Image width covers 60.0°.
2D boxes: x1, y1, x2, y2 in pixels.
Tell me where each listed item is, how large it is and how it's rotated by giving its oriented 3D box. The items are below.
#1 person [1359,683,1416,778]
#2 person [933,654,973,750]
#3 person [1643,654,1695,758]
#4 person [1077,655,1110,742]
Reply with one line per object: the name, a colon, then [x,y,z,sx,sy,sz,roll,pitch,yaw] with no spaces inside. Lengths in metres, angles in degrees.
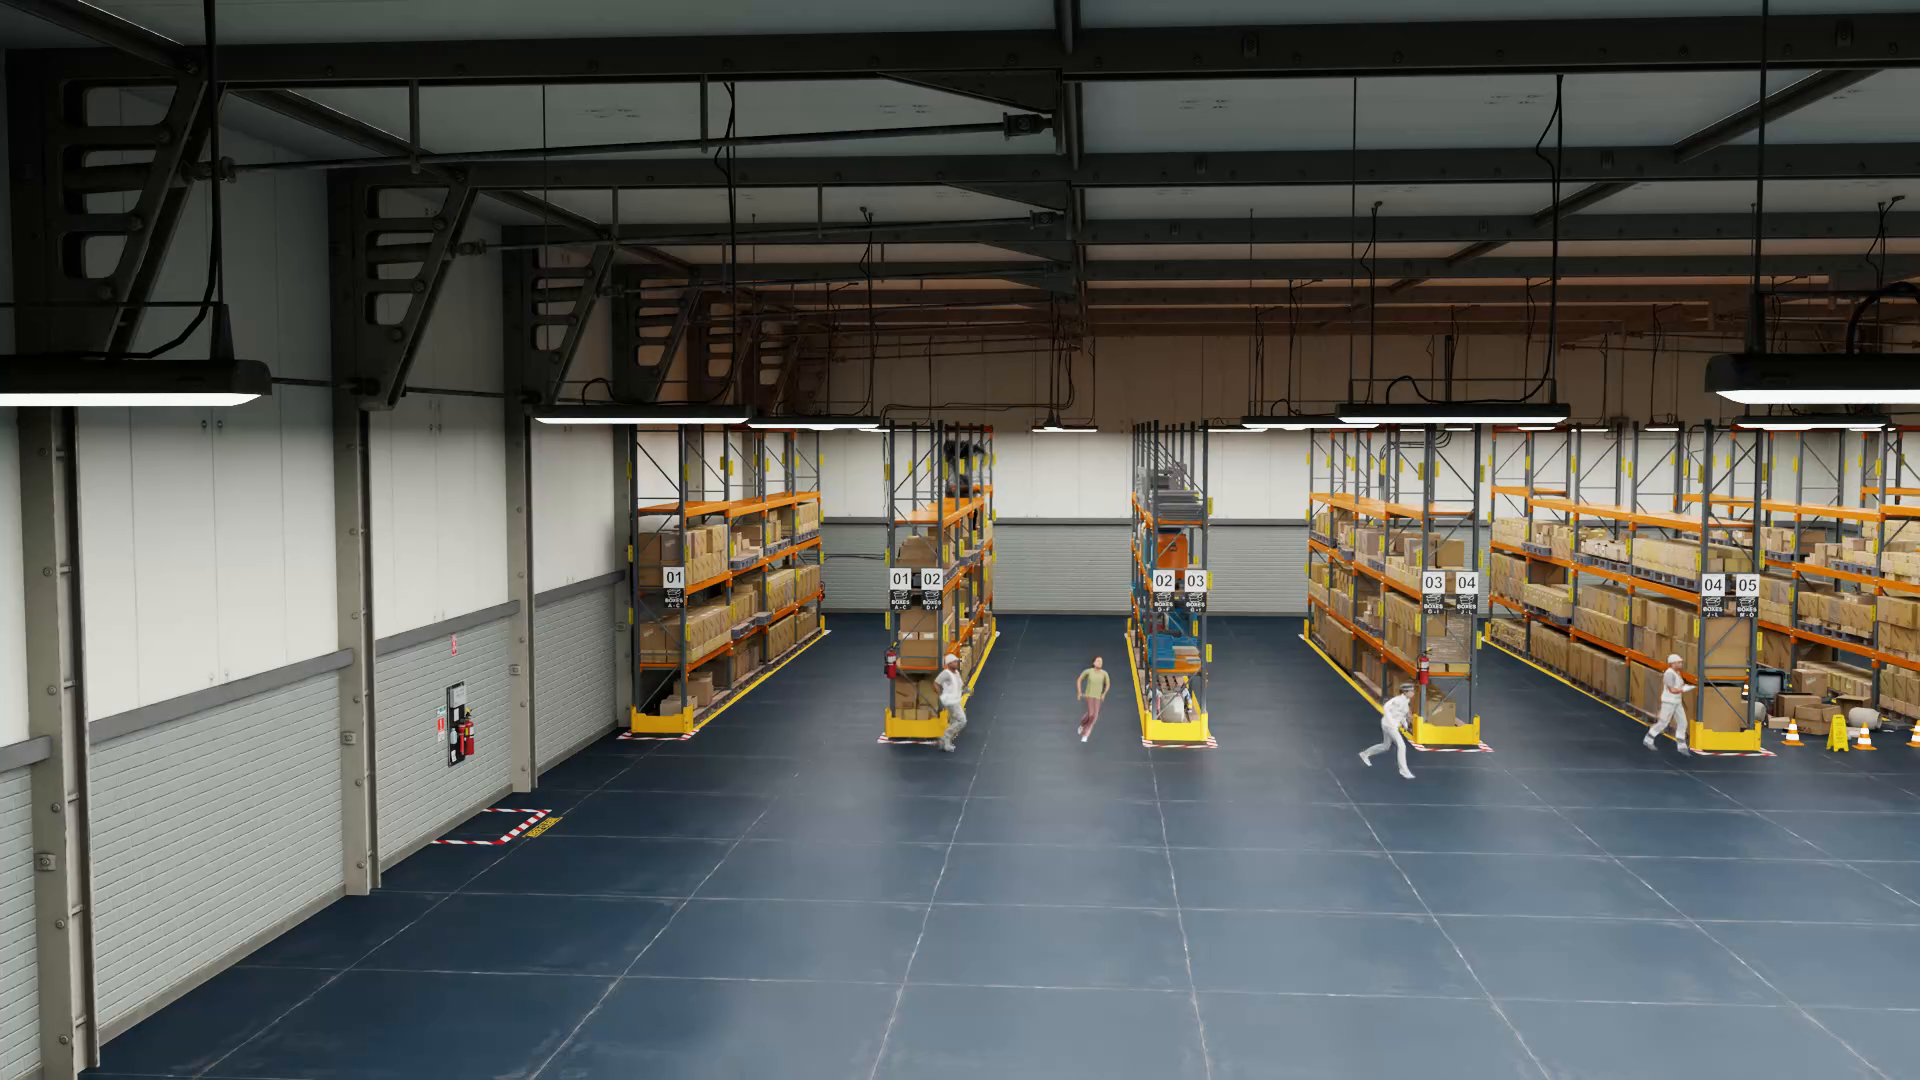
person: [7.171,3.179,27.930,0.952,1.626,0.646,3,4,35]
person: [-0.094,2.934,30.005,0.636,1.739,0.670,1,4,18]
person: [12.670,2.946,29.679,0.868,1.845,0.654,3,5,41]
person: [2.521,2.962,31.022,0.613,1.584,0.517,-1,4,-11]
